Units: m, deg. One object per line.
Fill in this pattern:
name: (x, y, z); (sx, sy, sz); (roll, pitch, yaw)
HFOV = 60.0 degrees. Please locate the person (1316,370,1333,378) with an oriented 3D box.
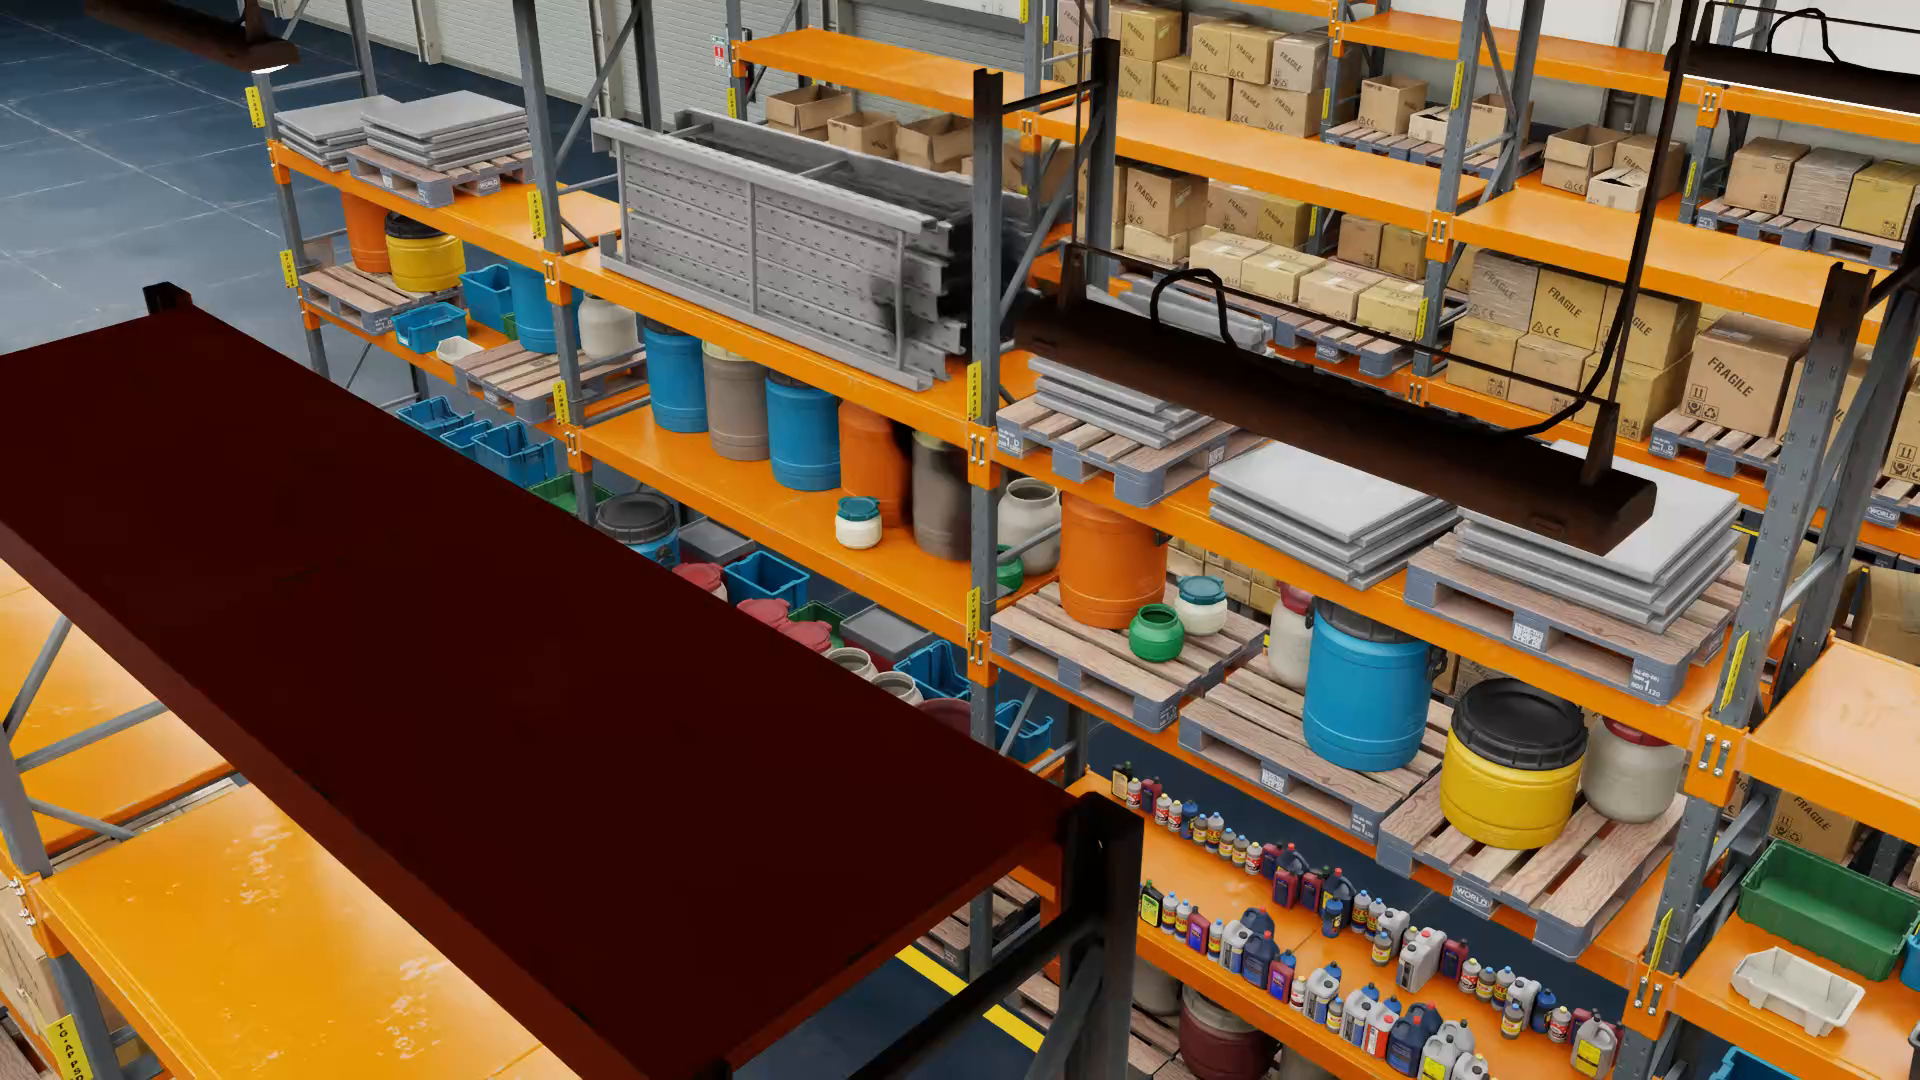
person: (3.431, -0.860, 16.111); (0.728, 1.702, 0.541); (20, 35, 31)

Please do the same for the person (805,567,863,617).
person: (-1.086, 0.236, 14.096); (0.886, 1.689, 0.602); (21, 35, 32)
